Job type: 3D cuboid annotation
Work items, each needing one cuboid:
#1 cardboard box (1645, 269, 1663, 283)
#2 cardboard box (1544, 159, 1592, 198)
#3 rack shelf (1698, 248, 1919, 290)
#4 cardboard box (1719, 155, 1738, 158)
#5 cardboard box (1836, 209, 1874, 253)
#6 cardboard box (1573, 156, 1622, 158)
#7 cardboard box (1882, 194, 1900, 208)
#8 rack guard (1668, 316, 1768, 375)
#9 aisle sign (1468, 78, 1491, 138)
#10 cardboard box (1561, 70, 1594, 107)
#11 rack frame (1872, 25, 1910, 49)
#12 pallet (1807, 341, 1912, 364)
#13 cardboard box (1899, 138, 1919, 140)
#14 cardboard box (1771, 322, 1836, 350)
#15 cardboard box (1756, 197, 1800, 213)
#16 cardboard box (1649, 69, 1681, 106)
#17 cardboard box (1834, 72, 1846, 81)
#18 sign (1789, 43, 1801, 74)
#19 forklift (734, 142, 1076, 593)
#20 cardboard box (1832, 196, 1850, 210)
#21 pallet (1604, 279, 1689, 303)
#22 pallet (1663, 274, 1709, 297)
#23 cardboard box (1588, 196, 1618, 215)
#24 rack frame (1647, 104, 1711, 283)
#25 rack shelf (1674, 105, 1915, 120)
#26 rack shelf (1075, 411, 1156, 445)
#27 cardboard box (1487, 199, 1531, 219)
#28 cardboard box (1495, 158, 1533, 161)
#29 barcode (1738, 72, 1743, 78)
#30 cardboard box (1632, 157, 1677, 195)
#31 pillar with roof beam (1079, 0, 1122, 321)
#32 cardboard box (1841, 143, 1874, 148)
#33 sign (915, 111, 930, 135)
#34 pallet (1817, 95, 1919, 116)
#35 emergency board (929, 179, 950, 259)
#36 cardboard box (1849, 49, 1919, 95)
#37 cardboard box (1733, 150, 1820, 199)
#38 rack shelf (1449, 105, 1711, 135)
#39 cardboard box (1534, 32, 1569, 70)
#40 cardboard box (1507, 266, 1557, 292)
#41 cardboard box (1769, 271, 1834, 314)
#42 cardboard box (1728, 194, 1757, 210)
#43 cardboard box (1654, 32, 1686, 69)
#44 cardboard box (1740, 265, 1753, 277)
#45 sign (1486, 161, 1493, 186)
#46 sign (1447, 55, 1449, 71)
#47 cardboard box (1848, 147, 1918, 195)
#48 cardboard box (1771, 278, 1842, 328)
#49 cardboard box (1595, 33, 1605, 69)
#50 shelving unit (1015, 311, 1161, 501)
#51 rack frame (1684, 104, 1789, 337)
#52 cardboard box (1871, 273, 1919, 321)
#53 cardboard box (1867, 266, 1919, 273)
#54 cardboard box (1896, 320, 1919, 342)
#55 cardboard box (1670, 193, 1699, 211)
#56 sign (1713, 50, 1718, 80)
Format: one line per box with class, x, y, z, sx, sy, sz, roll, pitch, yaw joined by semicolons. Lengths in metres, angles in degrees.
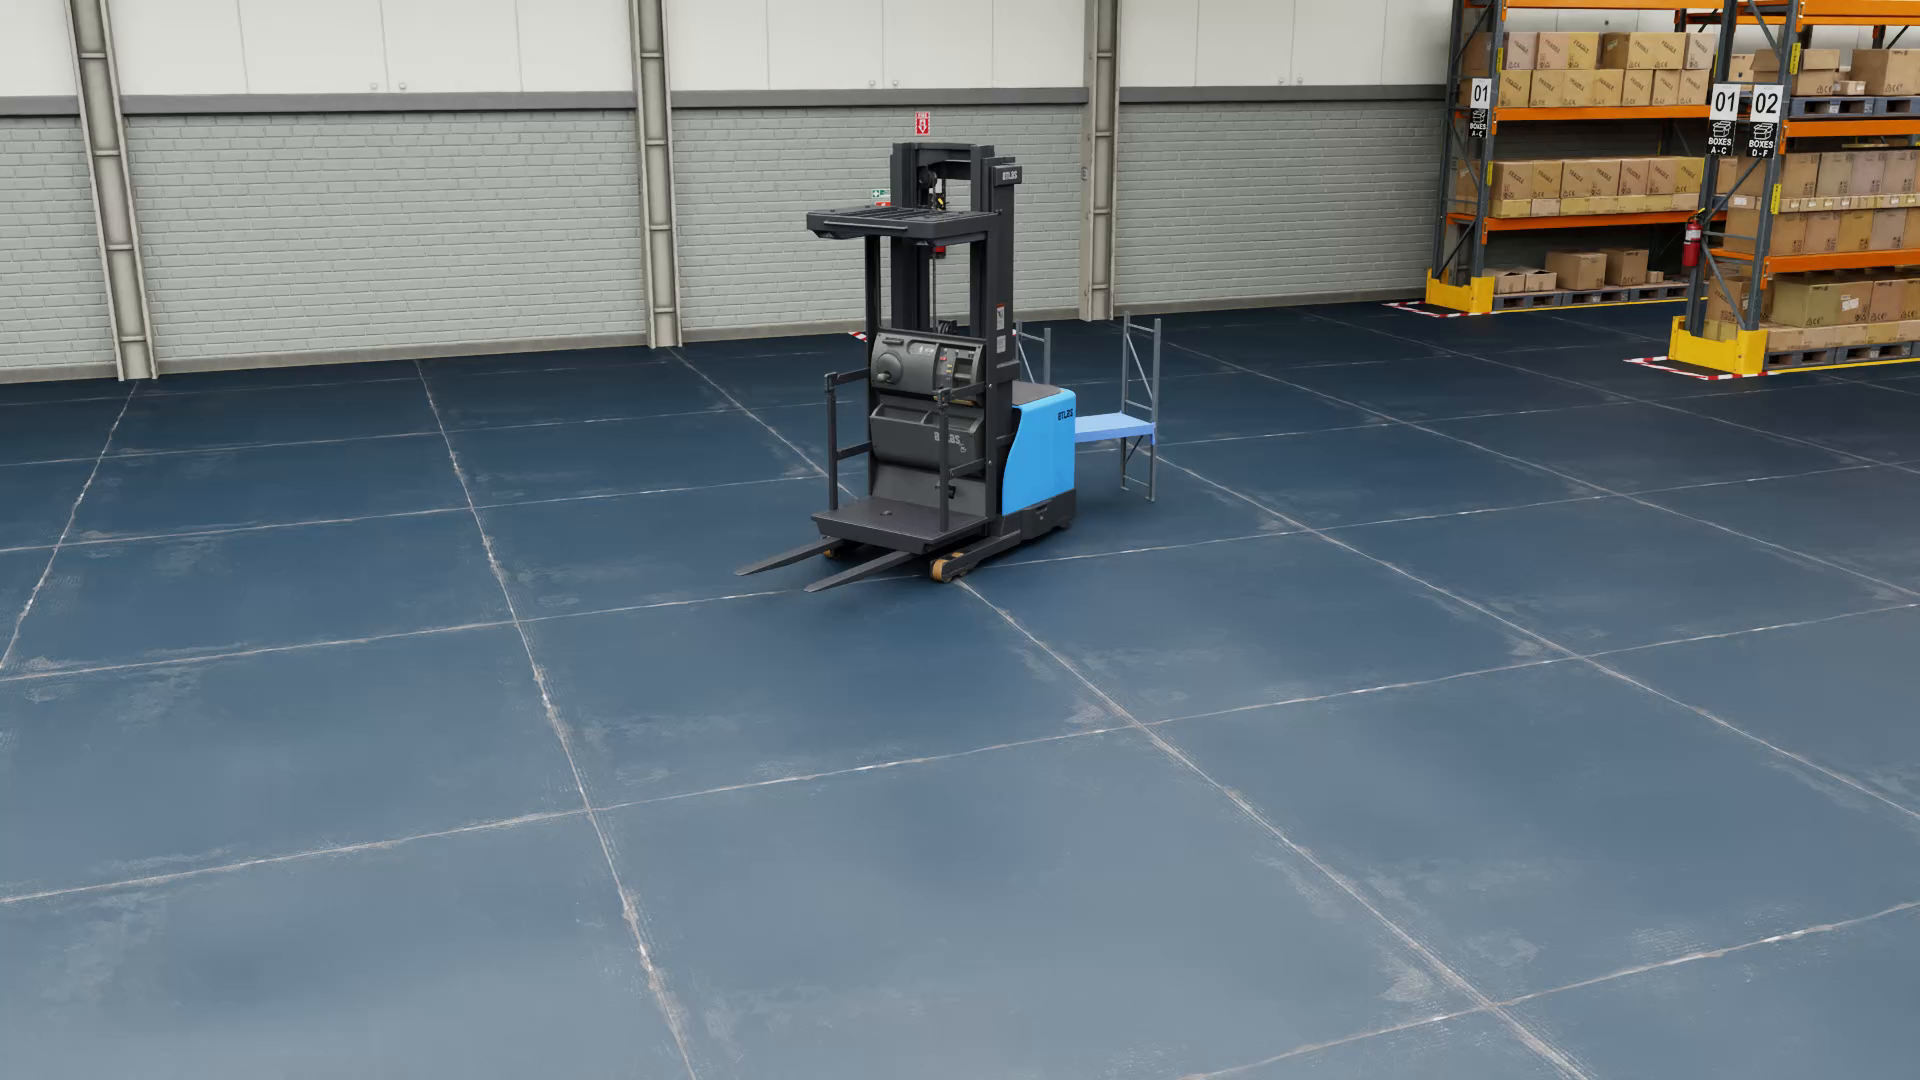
cardboard box;10.385;-3.997;25.133;0.250;0.166;0.380;-9;18;-27
cardboard box;8.642;-5.168;23.773;0.500;0.500;0.500;-7;18;-22
rack shelf;10.782;-3.357;19.984;4.000;0.370;1.077;-6;17;-20
cardboard box;11.885;-5.563;25.260;0.500;0.500;0.700;-4;17;-14
cardboard box;10.309;-3.695;19.681;0.500;0.500;0.700;-6;17;-20
cardboard box;9.408;-5.412;24.605;0.500;0.500;0.500;-6;17;-19
cardboard box;10.794;-3.998;19.560;0.250;0.149;0.380;-6;17;-20
rack guard;8.892;-2.299;19.540;0.348;0.500;1.175;-6;17;-20
aisle sign;7.179;-5.965;22.974;0.004;0.787;0.394;-6;17;-20
cardboard box;8.538;-6.367;23.419;0.500;0.500;0.500;-5;17;-18
rack frame;14.609;-8.489;25.535;0.127;3.000;1.000;-6;17;-20
pallet;10.751;-2.373;20.304;1.213;0.211;1.003;-6;17;-20
cardboard box;15.424;-6.336;26.778;0.500;0.250;0.500;-7;18;-22
cardboard box;9.960;-2.430;19.684;0.500;0.250;0.500;-6;17;-20
cardboard box;9.358;-3.843;19.033;0.250;0.149;0.380;-6;18;-20
cardboard box;10.014;-6.540;24.010;0.500;0.500;0.500;-8;18;-25
cardboard box;9.895;-5.322;19.348;0.500;0.250;0.500;-6;17;-20
sign;9.107;-5.251;18.140;0.005;0.325;0.100;-6;17;-20
forklift;-0.361;-1.262;11.695;1.130;2.935;3.031;11;20;34
cardboard box;10.073;-3.920;19.295;0.250;0.149;0.380;-6;18;-21
pallet;10.259;-3.792;25.137;1.213;0.211;1.003;-6;17;-20
pallet;11.600;-3.948;25.668;1.213;0.211;1.003;-6;17;-20
cardboard box;9.138;-4.863;24.067;0.500;0.250;0.500;-6;17;-20
rack frame;10.874;-5.207;25.007;0.127;3.000;1.000;-6;17;-20
rack shelf;12.741;-6.503;25.372;4.000;0.370;1.077;-6;17;-20
rack shelf;1.025;-0.866;13.522;1.000;0.185;0.538;-8;18;-26
cardboard box;7.708;-4.707;23.535;0.500;0.250;0.500;-7;18;-22
cardboard box;7.976;-5.253;24.062;0.500;0.500;0.500;-6;17;-19
barcode;9.024;-5.376;19.228;0.075;0.075;0.001;-6;17;-20
cardboard box;10.079;-5.324;24.303;0.500;0.500;0.500;-6;17;-20
pillar with roof beam;3.420;-6.243;17.886;0.400;9.000;9.100;-6;17;-20
cardboard box;14.002;-6.102;25.943;0.250;0.149;0.380;-9;19;-29
sign;-0.485;-5.396;21.534;0.199;0.298;0.001;-6;17;-20
pallet;10.725;-5.086;19.428;1.213;0.211;1.003;-6;17;-20
emergency board;-0.441;-4.258;21.774;0.643;1.169;0.194;-6;17;-20
cardboard box;10.563;-5.352;19.006;0.500;0.500;0.500;-6;17;-20
cardboard box;9.404;-4.220;19.166;0.500;0.500;0.700;-6;17;-20
rack shelf;9.006;-6.100;23.999;4.000;0.370;1.077;-6;17;-20
cardboard box;8.072;-6.793;23.094;0.500;0.500;0.500;-6;18;-21
cardboard box;8.349;-3.828;24.303;0.500;0.311;0.500;-5;17;-15
cardboard box;10.237;-2.980;20.226;0.500;0.500;0.500;-6;17;-20
cardboard box;9.203;-3.949;19.393;0.250;0.149;0.380;-6;18;-21
cardboard box;9.992;-7.004;23.813;0.500;0.500;0.500;-5;17;-17
cardboard box;12.019;-4.363;25.787;0.500;0.500;0.700;-7;18;-21
sign;7.333;-5.077;23.025;0.005;0.325;0.100;-6;17;-20
sign;6.959;-6.816;23.590;0.005;0.325;0.100;-6;17;-20
cardboard box;10.832;-4.376;19.698;0.500;0.500;0.700;-6;17;-20
cardboard box;9.961;-2.789;19.577;0.500;0.500;0.500;-6;17;-20
cardboard box;8.894;-7.043;23.948;0.500;0.500;0.500;-6;17;-20
shelving unit;1.025;-1.038;13.472;1.048;1.500;0.538;-8;18;-26
rack frame;8.914;-3.501;19.196;0.127;3.000;1.000;-6;17;-20
cardboard box;11.358;-2.943;20.101;0.500;0.500;0.500;-6;17;-20
cardboard box;11.640;-3.129;20.735;0.500;0.500;0.500;-6;17;-20
cardboard box;11.363;-2.580;20.195;0.500;0.250;0.500;-6;17;-20
cardboard box;10.540;-5.017;24.591;0.500;0.250;0.500;-6;17;-20
sign;8.733;-5.471;19.151;0.005;0.325;0.100;-6;17;-20
